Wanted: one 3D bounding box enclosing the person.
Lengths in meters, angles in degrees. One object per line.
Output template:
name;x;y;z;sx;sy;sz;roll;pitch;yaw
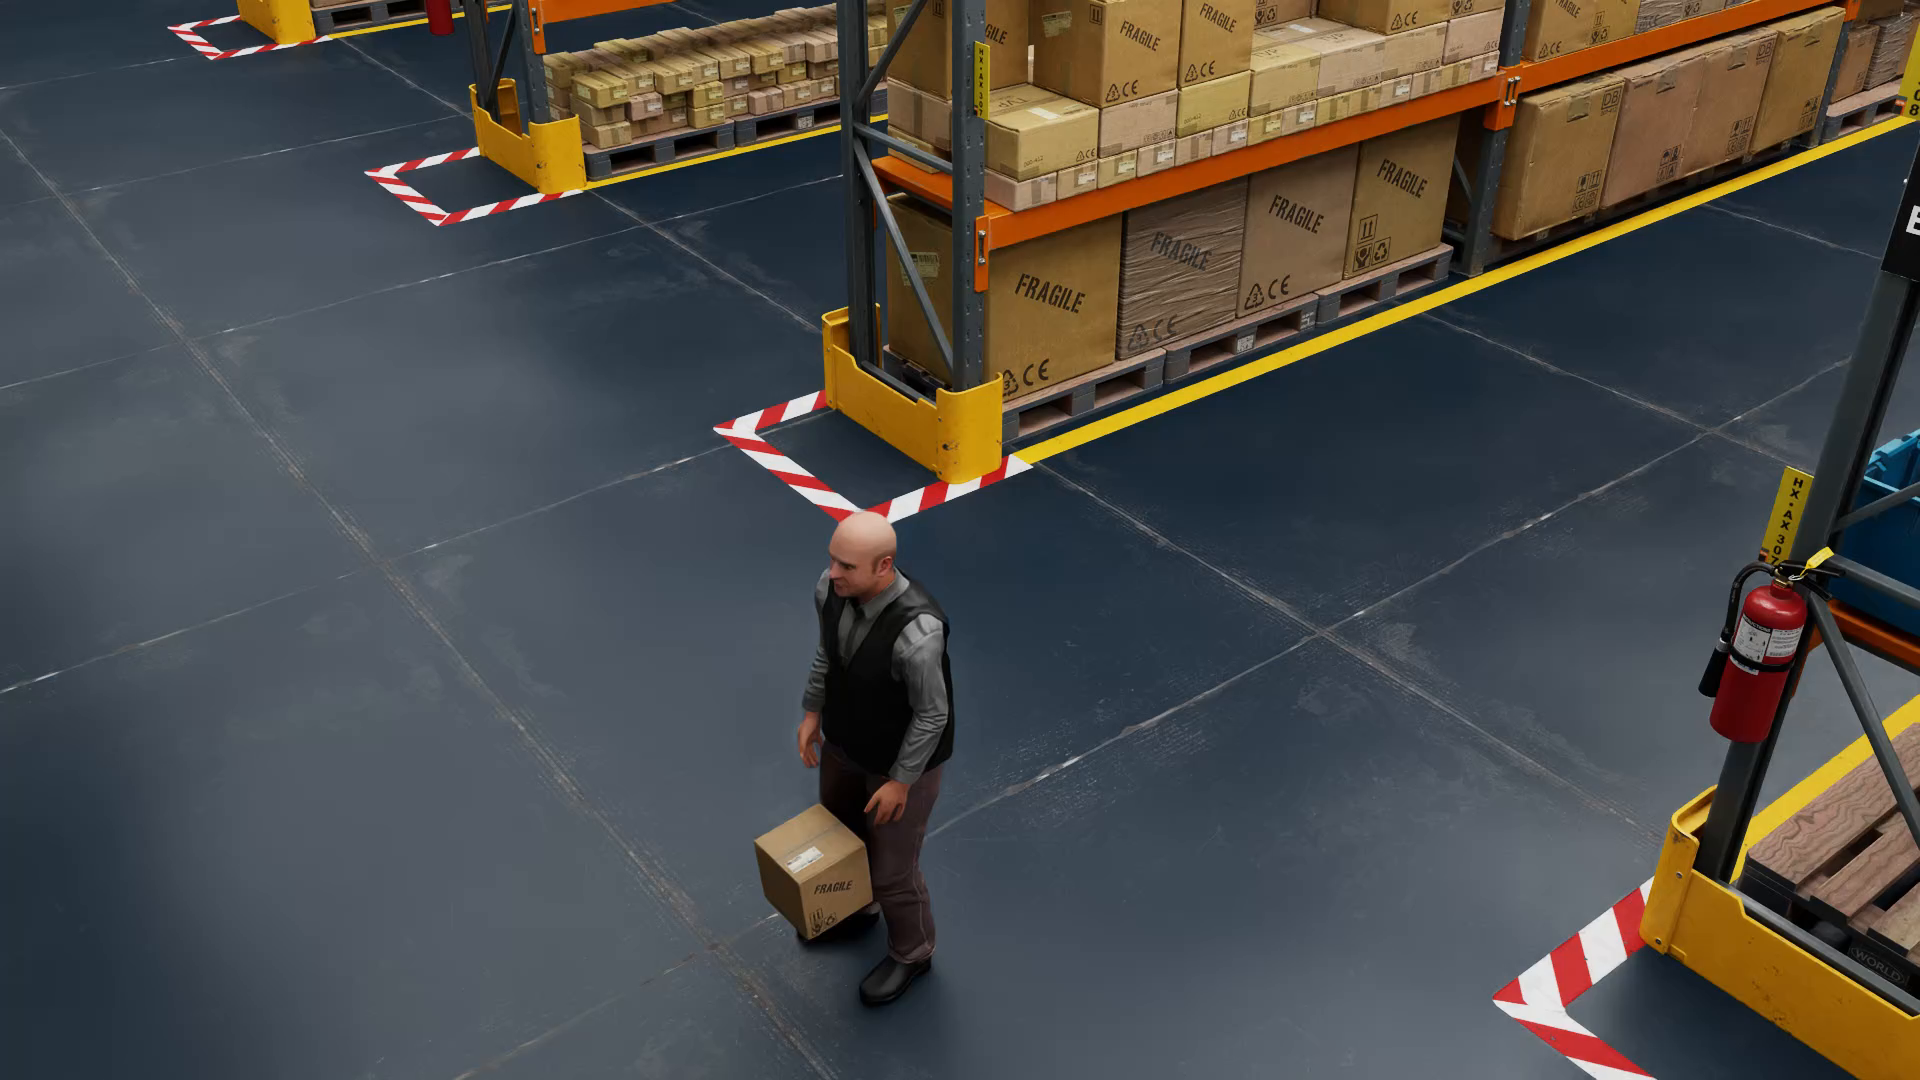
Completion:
person;-0.242;0.645;5.123;0.422;1.723;0.565;-24;39;-33
